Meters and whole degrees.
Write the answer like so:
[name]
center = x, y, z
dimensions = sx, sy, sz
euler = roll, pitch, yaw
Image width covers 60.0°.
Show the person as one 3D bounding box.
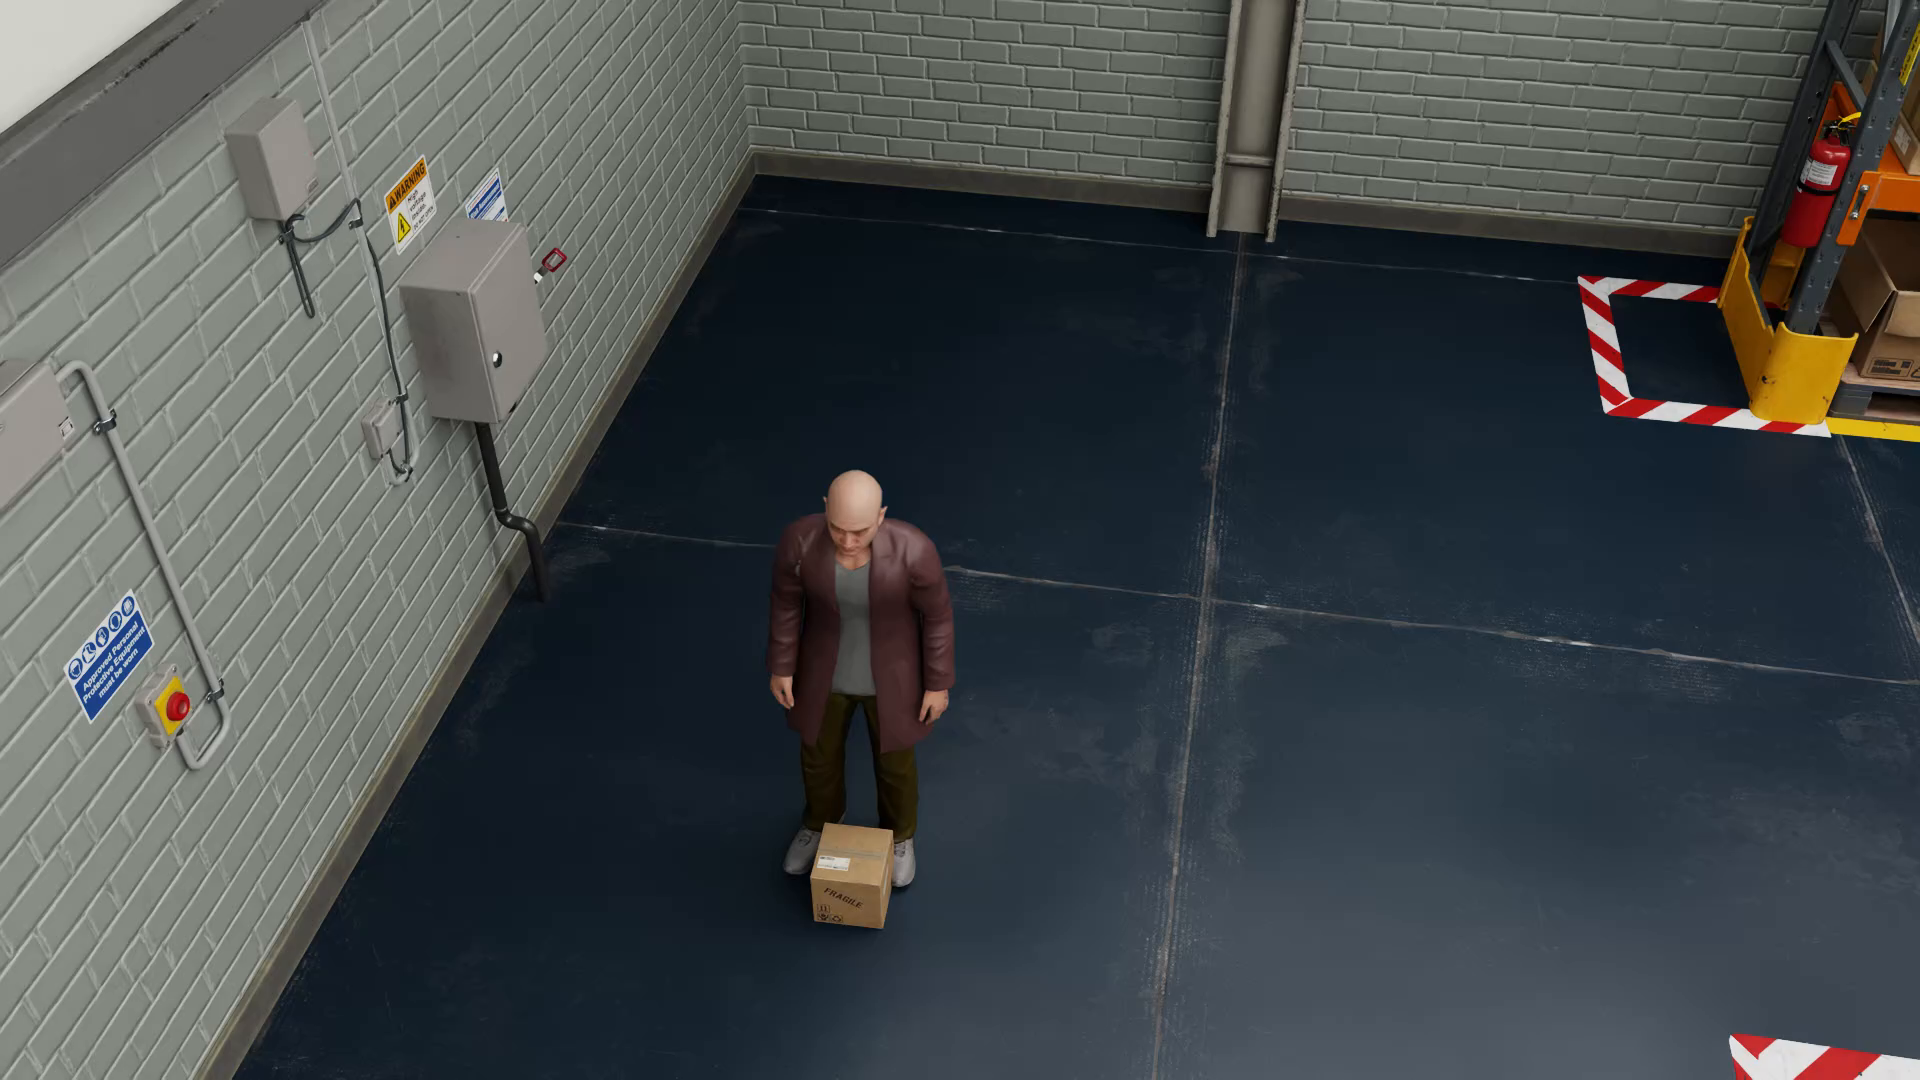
[person]
center = -0.335, 0.455, 5.626
dimensions = 0.654, 1.774, 0.416
euler = 6, 40, 7
